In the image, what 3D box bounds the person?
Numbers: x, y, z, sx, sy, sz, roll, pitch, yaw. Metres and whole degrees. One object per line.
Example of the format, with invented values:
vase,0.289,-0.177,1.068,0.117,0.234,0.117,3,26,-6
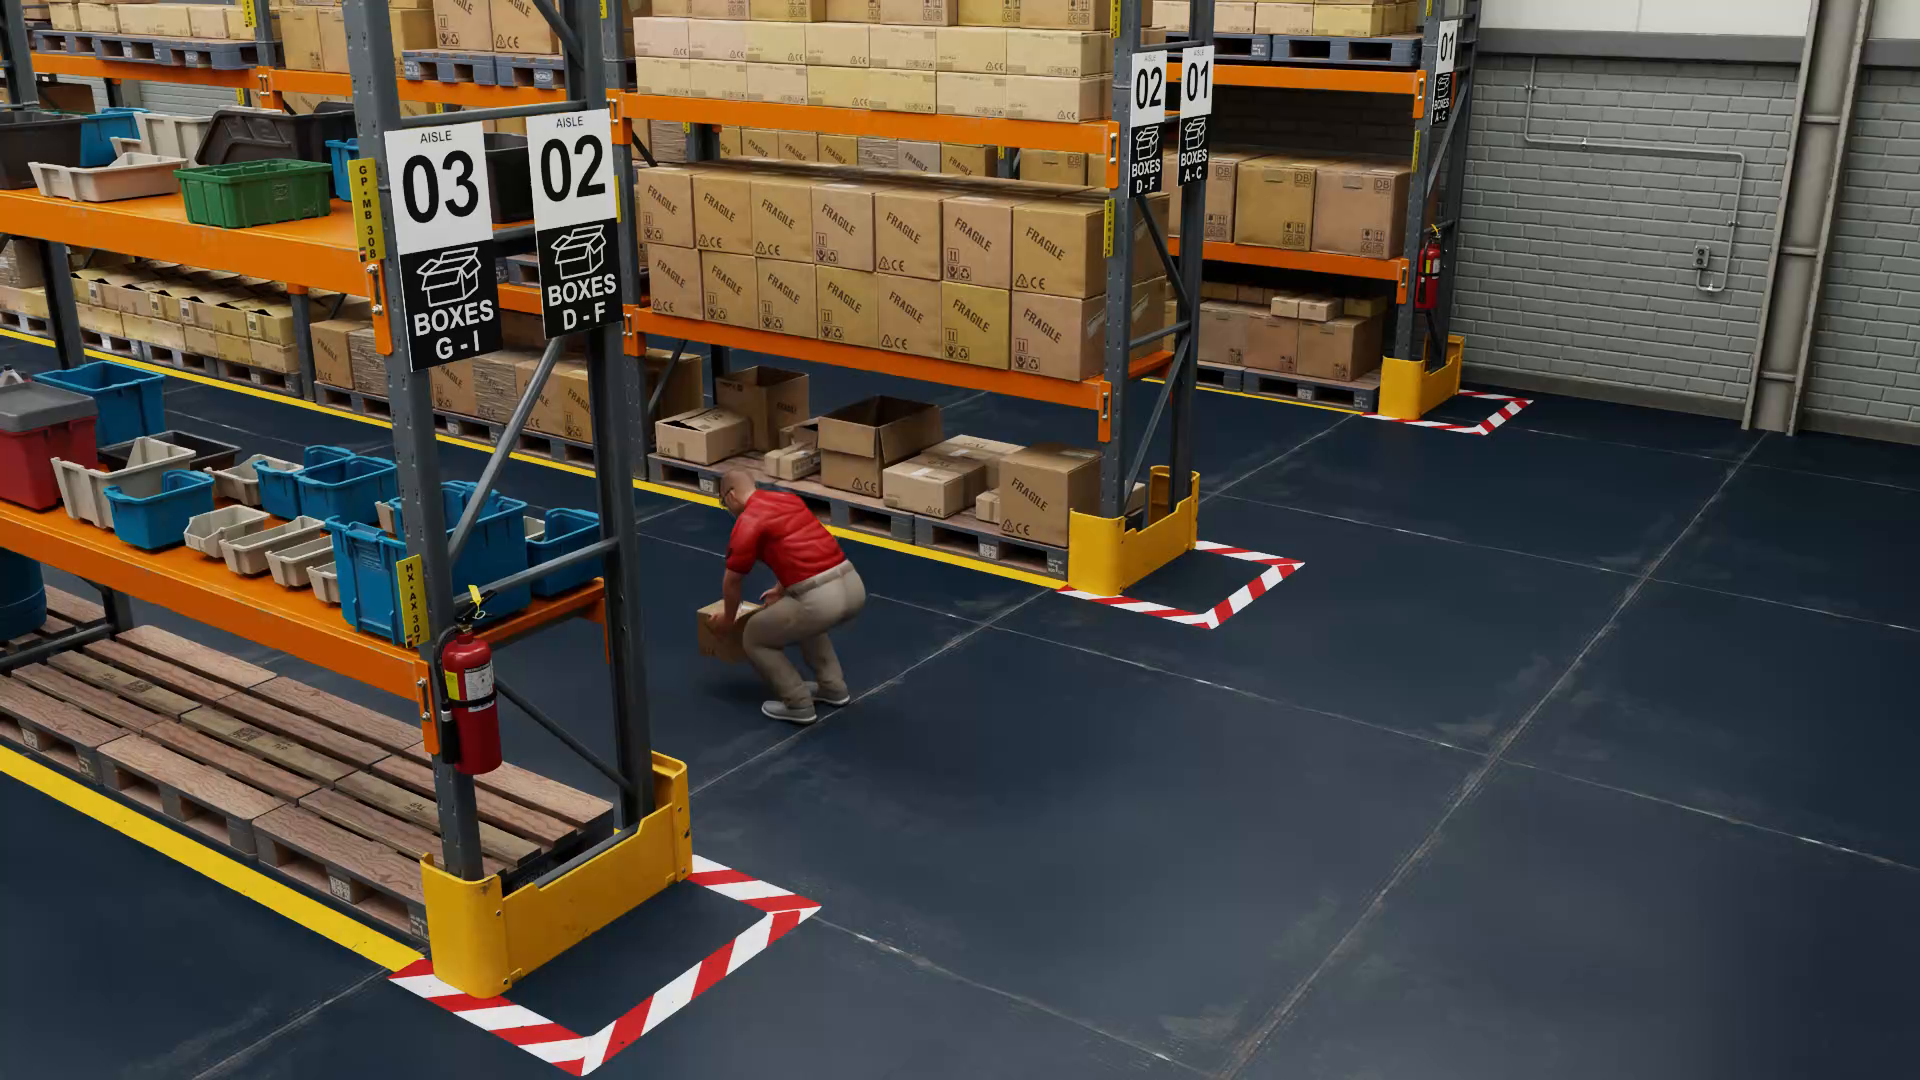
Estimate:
person,-0.887,0.286,8.496,0.779,1.263,0.587,13,23,32
